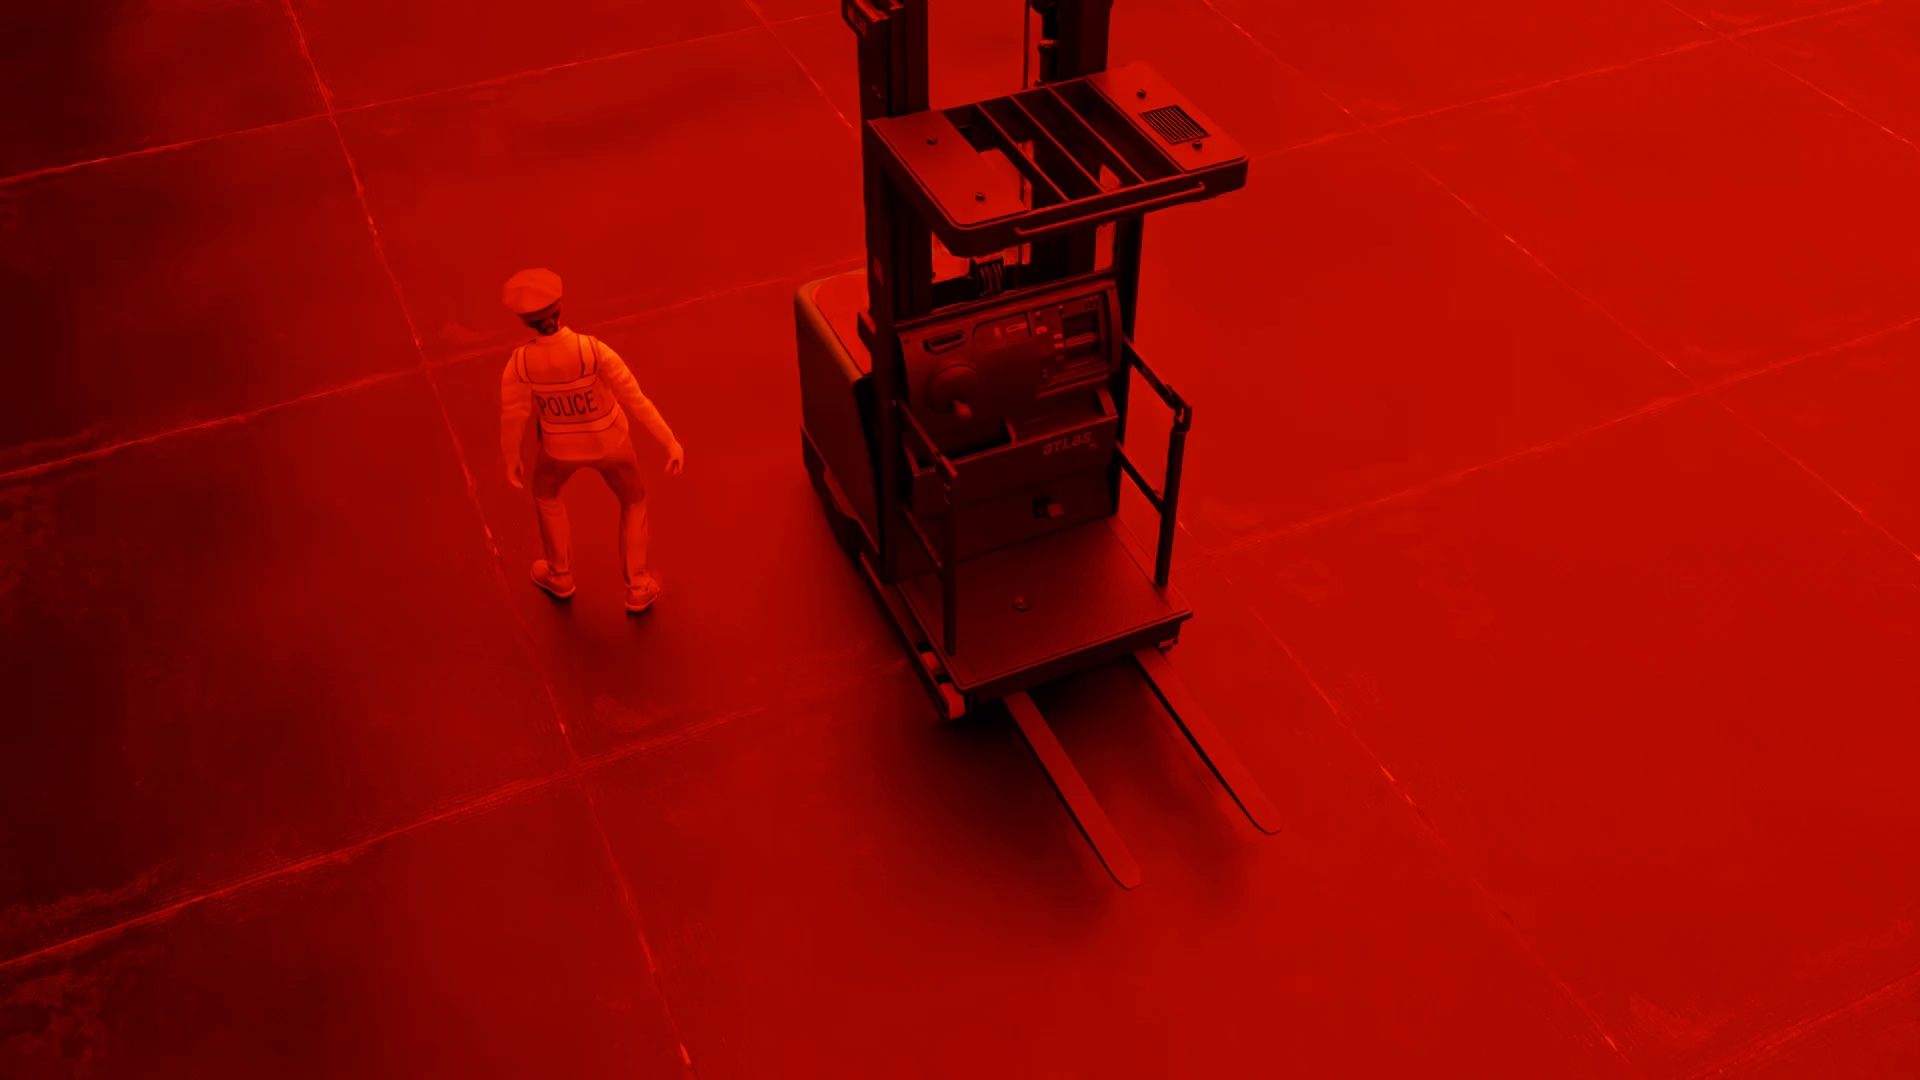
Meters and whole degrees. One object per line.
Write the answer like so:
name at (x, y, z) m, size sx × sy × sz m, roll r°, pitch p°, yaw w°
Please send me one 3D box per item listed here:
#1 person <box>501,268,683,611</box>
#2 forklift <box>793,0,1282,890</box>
person at (-1.576, -0.364, 7.078) m, size 0.796 × 1.626 × 0.463 m, roll -1°, pitch 43°, yaw -1°
forklift at (0.298, -0.655, 6.382) m, size 1.130 × 2.935 × 3.031 m, roll -17°, pitch 46°, yaw -18°
